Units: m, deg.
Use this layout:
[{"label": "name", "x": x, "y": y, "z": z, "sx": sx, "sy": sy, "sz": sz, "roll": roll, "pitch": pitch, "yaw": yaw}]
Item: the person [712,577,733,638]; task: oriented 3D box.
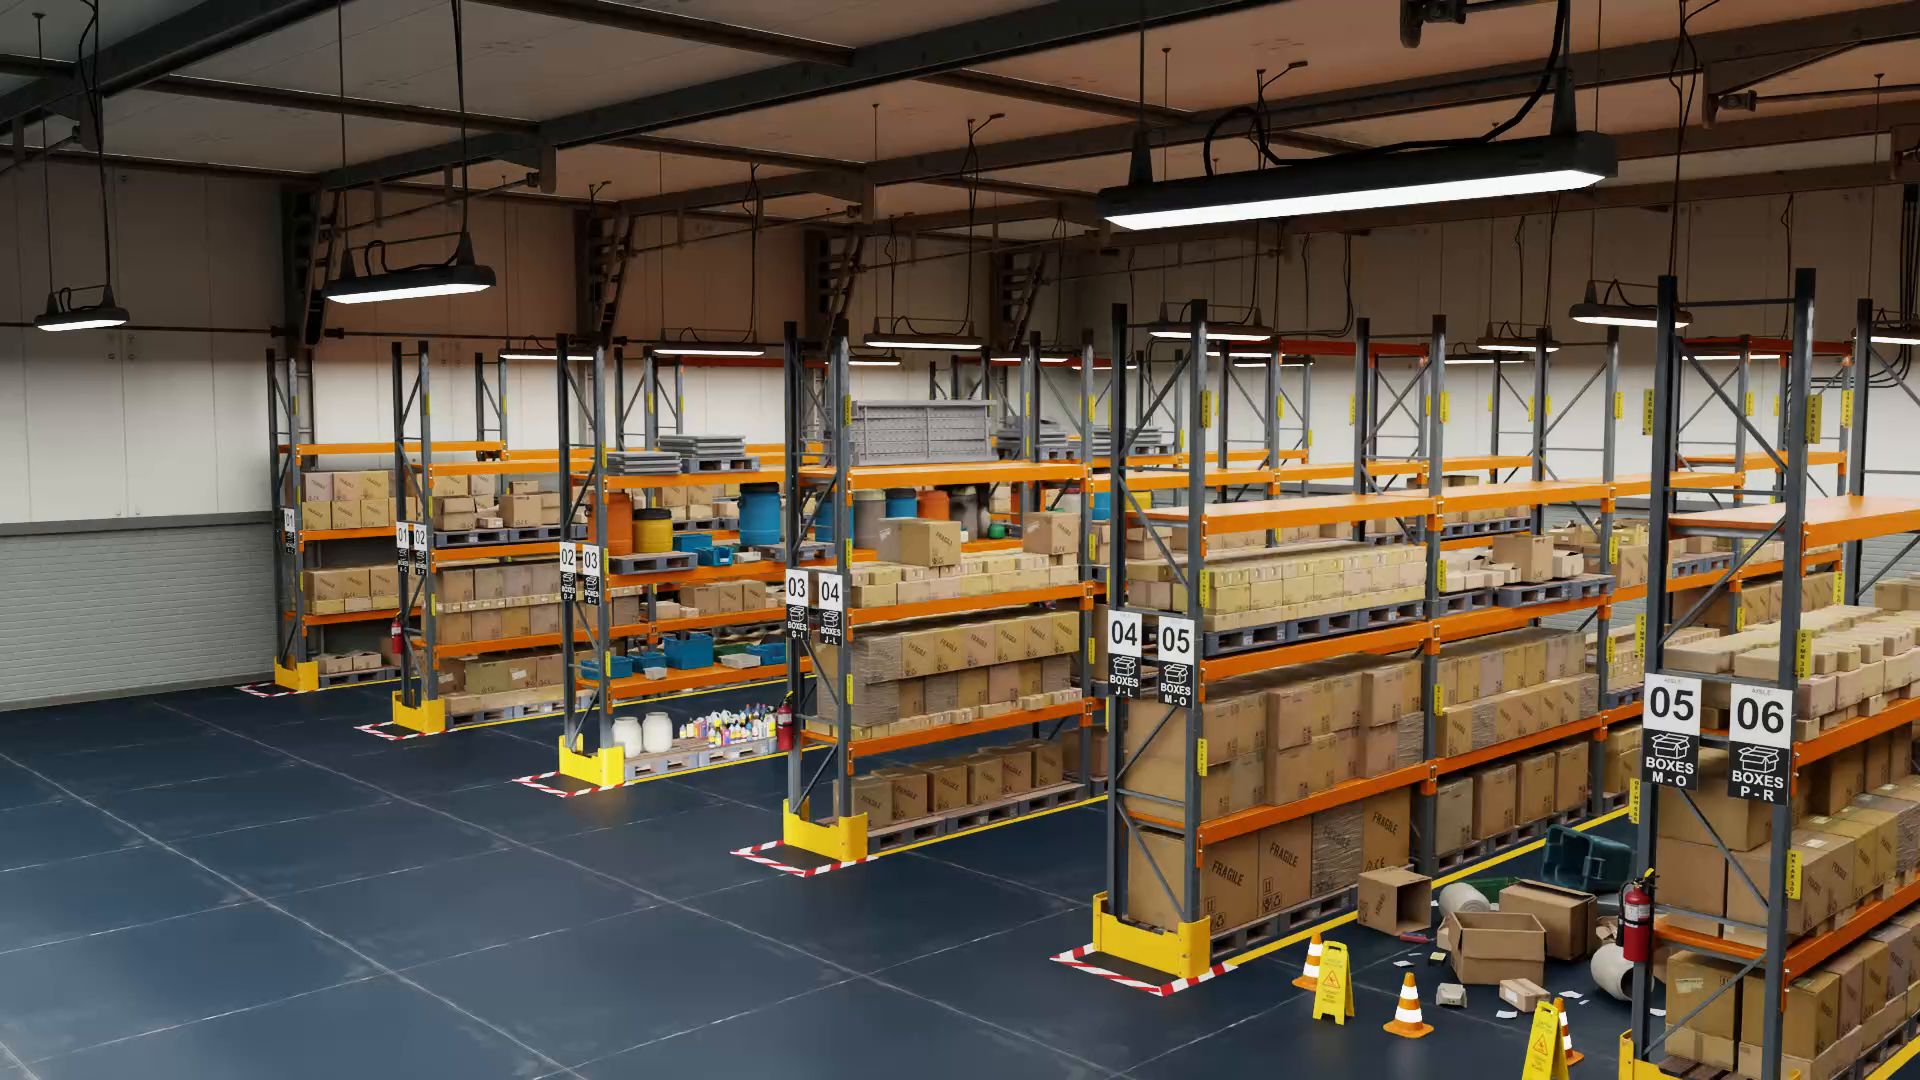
[{"label": "person", "x": -4.733, "y": 1.461, "z": 33.183, "sx": 0.637, "sy": 1.731, "sz": 0.876, "roll": 4, "pitch": 6, "yaw": 35}]
